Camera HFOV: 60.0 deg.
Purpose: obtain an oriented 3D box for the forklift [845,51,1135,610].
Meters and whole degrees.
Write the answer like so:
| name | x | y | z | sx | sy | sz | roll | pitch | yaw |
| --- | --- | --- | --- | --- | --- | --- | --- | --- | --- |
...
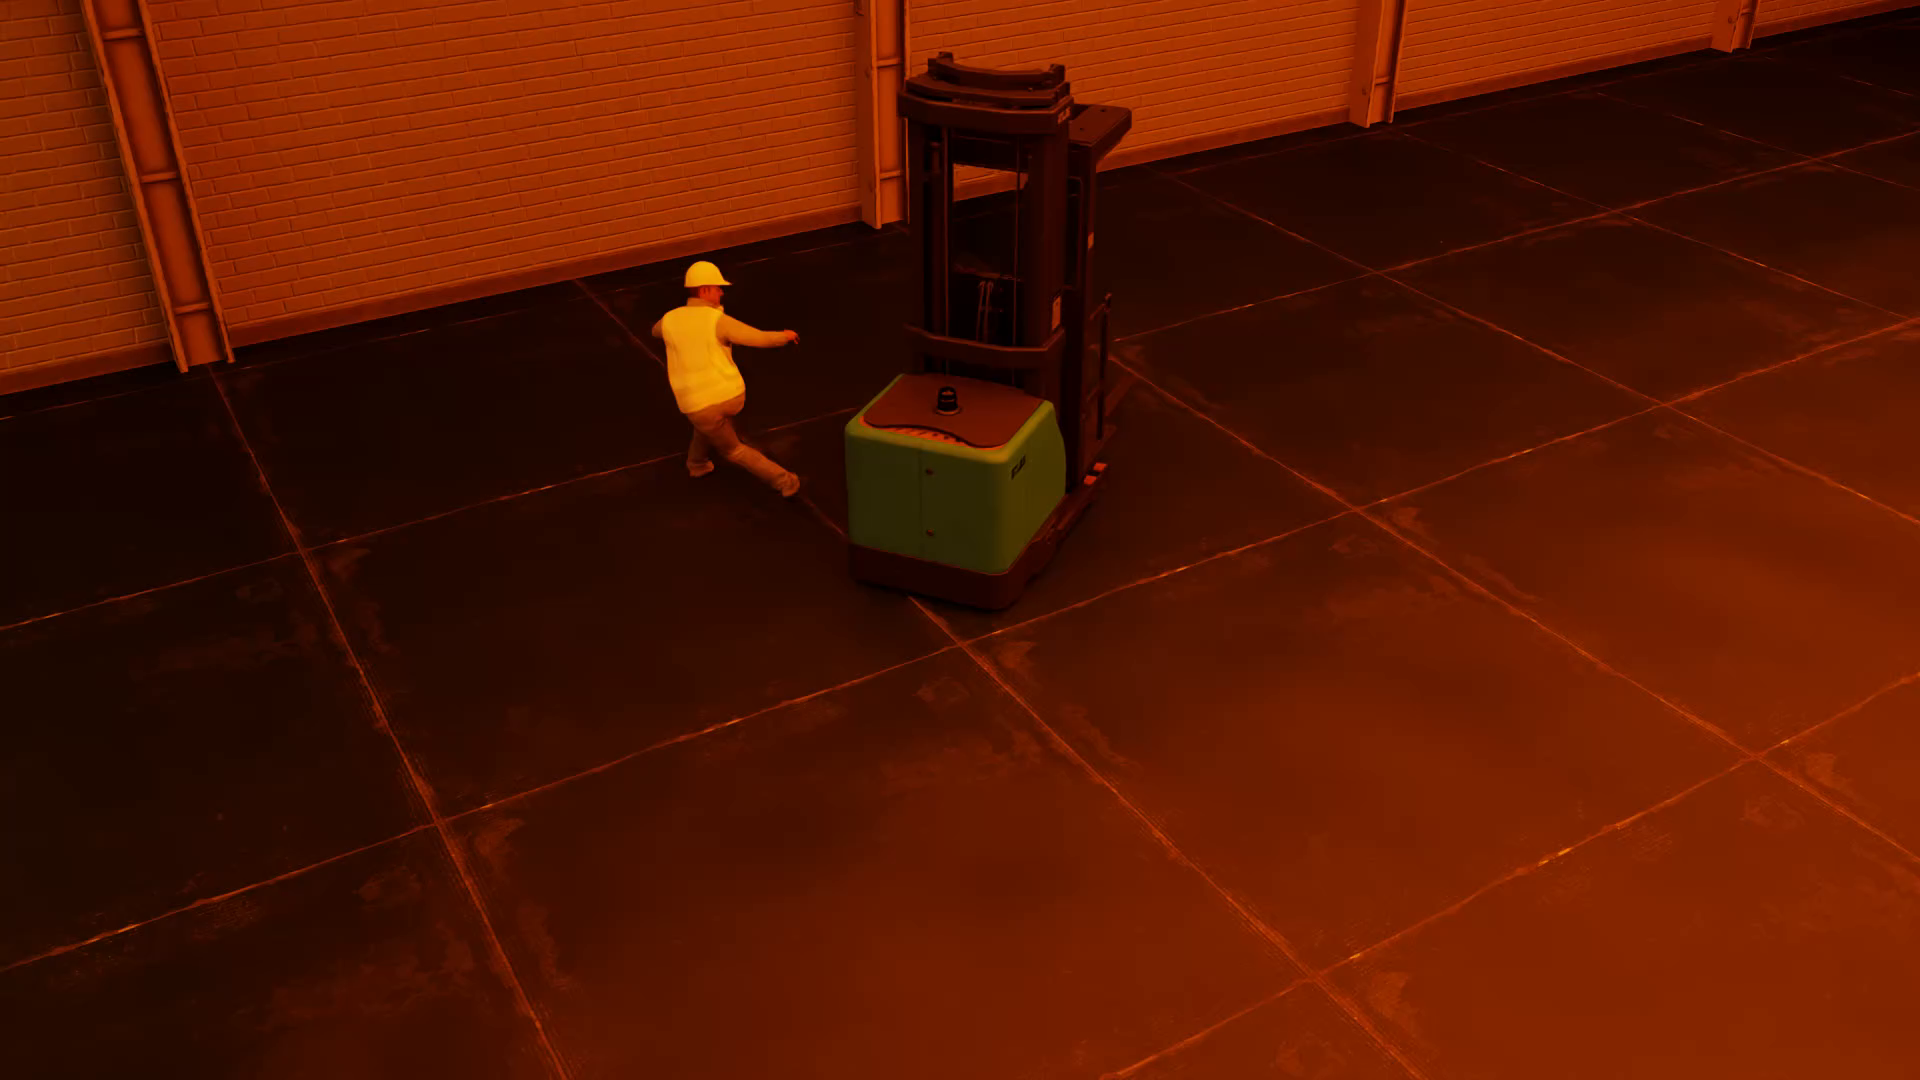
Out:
| name | x | y | z | sx | sy | sz | roll | pitch | yaw |
| --- | --- | --- | --- | --- | --- | --- | --- | --- | --- |
| forklift | 0.363 | -1.592 | 10.306 | 1.130 | 2.935 | 3.031 | 12 | 33 | 20 |

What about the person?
| name | x | y | z | sx | sy | sz | roll | pitch | yaw |
| --- | --- | --- | --- | --- | --- | --- | --- | --- | --- |
| person | -1.488 | -1.068 | 10.809 | 0.909 | 1.561 | 1.069 | -9 | 32 | -15 |
